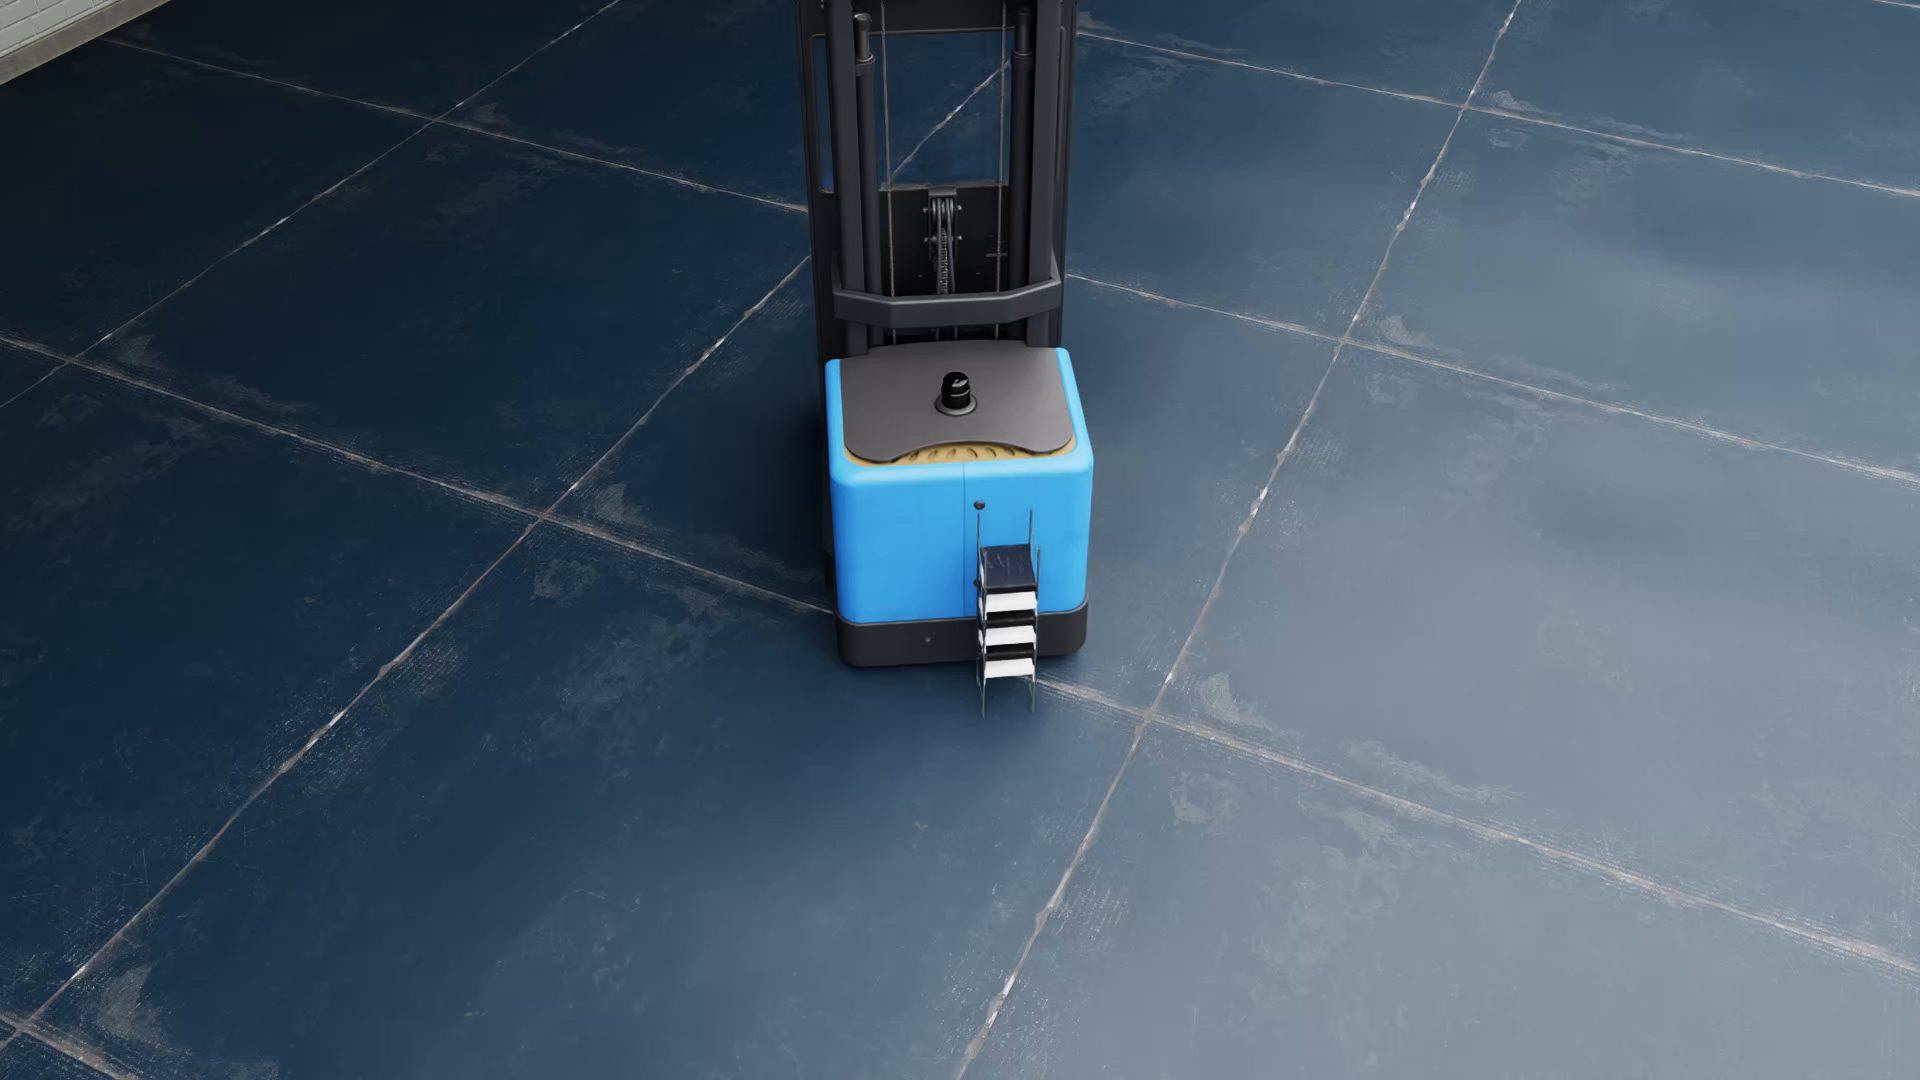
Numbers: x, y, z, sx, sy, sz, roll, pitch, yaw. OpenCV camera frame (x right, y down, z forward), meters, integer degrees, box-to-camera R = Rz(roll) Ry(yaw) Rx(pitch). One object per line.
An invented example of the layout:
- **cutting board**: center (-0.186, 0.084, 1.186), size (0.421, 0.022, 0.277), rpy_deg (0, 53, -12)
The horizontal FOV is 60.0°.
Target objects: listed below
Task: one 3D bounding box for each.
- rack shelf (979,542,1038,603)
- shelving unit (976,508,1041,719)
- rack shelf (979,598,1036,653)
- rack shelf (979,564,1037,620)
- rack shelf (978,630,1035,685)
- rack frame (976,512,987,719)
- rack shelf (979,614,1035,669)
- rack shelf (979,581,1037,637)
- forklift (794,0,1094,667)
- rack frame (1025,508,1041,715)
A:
- **rack shelf**: center (0.184, 0.125, 6.441), size (0.200, 0.077, 0.258), rpy_deg (-4, 41, -5)
- **shelving unit**: center (0.184, 0.304, 6.596), size (0.210, 0.900, 0.258), rpy_deg (-4, 41, -5)
- **rack shelf**: center (0.184, 0.329, 6.618), size (0.200, 0.077, 0.258), rpy_deg (-4, 41, -5)
- **rack shelf**: center (0.184, 0.193, 6.500), size (0.200, 0.077, 0.258), rpy_deg (-4, 41, -5)
- **rack shelf**: center (0.184, 0.465, 6.736), size (0.200, 0.077, 0.258), rpy_deg (-4, 41, -5)
- **rack frame**: center (0.083, 0.311, 6.588), size (0.006, 0.900, 0.240), rpy_deg (-4, 41, -5)
- **rack shelf**: center (0.184, 0.397, 6.677), size (0.200, 0.077, 0.258), rpy_deg (-4, 41, -5)
- **rack shelf**: center (0.184, 0.261, 6.559), size (0.200, 0.077, 0.258), rpy_deg (-4, 41, -5)
- **forklift**: center (-0.114, -1.537, 7.170), size (1.130, 2.935, 3.031), rpy_deg (-3, 41, -4)
- **rack frame**: center (0.286, 0.297, 6.605), size (0.006, 0.900, 0.240), rpy_deg (-4, 41, -5)
